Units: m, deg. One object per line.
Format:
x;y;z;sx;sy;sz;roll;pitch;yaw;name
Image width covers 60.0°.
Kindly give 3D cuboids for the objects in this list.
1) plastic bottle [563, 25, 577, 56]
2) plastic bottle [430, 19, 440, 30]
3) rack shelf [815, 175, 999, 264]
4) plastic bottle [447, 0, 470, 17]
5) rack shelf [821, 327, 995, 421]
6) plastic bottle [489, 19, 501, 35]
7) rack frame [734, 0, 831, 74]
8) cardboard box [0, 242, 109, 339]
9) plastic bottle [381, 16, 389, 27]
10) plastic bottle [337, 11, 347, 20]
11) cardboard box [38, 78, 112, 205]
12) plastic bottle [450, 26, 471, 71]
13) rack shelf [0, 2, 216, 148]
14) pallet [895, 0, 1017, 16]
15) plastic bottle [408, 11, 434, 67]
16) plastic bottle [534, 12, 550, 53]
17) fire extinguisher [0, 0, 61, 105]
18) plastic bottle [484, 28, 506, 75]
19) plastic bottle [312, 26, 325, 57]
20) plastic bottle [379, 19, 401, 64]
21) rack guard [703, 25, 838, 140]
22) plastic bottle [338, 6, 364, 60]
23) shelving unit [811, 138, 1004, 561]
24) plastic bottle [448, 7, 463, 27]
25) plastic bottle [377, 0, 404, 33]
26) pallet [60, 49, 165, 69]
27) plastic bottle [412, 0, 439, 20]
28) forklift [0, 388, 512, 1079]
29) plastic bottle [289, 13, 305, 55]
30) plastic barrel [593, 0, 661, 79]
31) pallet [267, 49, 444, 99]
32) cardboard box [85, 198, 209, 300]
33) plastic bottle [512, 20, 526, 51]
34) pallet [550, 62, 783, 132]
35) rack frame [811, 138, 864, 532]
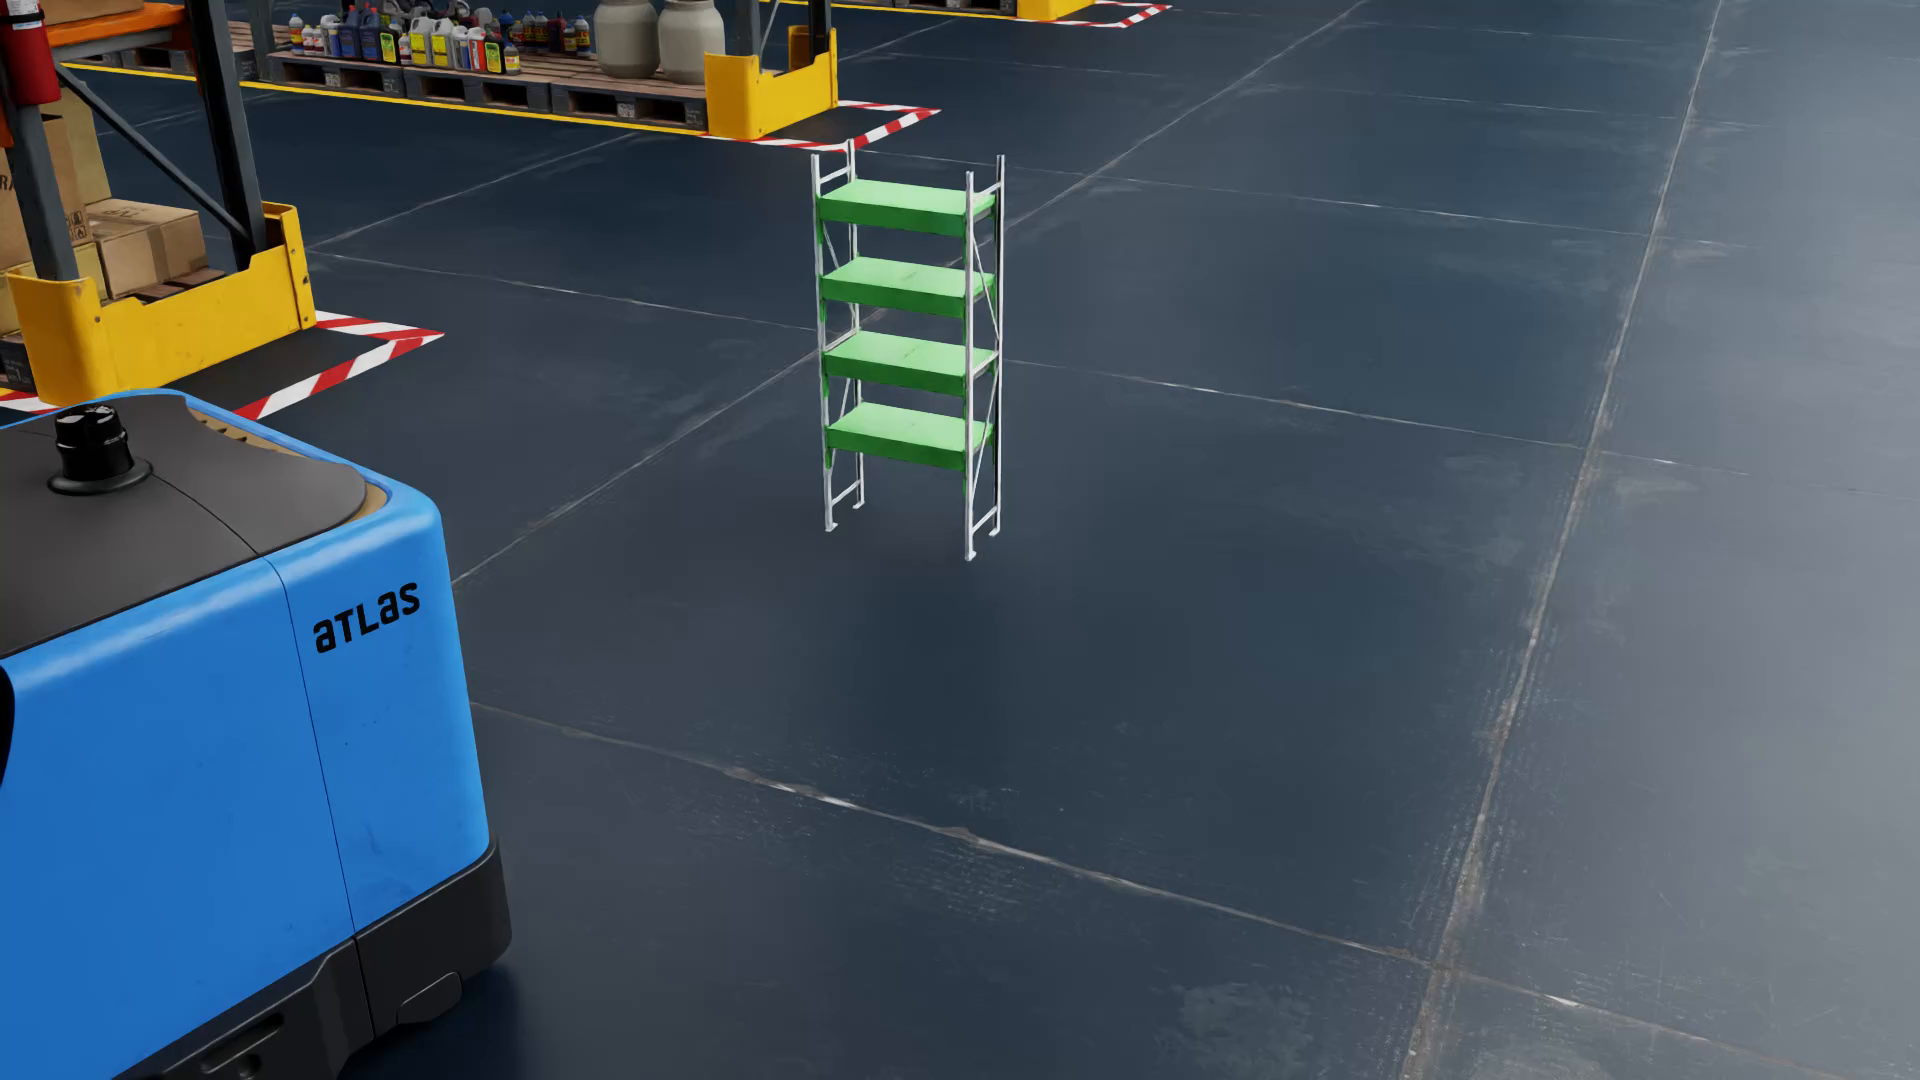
-2.722;-3.495;11.624;0.097;0.201;0.097;0;26;0;plastic bottle
-3.588;-3.422;11.390;0.135;0.276;0.152;11;28;22;plastic bottle
-0.151;-0.942;4.863;0.480;0.148;0.258;11;28;22;rack shelf
-3.574;-3.722;11.915;0.185;0.351;0.144;11;28;21;plastic bottle
-0.151;-0.511;5.075;0.480;0.148;0.258;11;28;22;rack shelf
-3.308;-3.613;11.863;0.097;0.201;0.097;0;26;0;plastic bottle
-1.107;-4.078;10.137;0.127;3.000;1.000;11;28;22;rack frame
-3.771;-1.021;6.565;0.500;0.250;0.500;11;28;22;cardboard box
-4.003;-3.490;11.534;0.097;0.271;0.097;0;26;0;plastic bottle
-4.290;-3.548;11.638;0.133;0.283;0.061;11;28;22;plastic bottle
-4.012;-1.656;7.007;0.500;0.500;0.500;11;28;22;cardboard box
-3.304;-3.295;11.133;0.135;0.276;0.152;11;28;20;plastic bottle
-4.981;-2.130;6.994;4.000;0.370;1.077;11;28;22;rack shelf
0.150;-4.995;15.156;1.213;0.211;1.003;11;28;22;pallet
-3.626;-3.391;11.243;0.185;0.351;0.144;11;28;21;plastic bottle
-2.940;-3.571;11.697;0.097;0.271;0.097;0;26;0;plastic bottle
-3.245;-1.844;5.686;0.183;0.674;0.296;11;28;22;fire extinguisher
-3.074;-3.230;10.992;0.133;0.283;0.061;12;29;23;plastic bottle
-4.454;-3.479;11.591;0.097;0.201;0.097;0;26;0;plastic bottle
-3.880;-3.392;11.321;0.133;0.283;0.061;13;29;24;plastic bottle
-1.195;-2.951;10.679;0.348;0.500;1.175;11;28;22;rack guard
-4.185;-3.504;11.471;0.185;0.351;0.144;12;29;23;plastic bottle
-0.151;-0.569;5.046;0.503;1.200;0.258;11;28;22;shelving unit
-3.593;-3.646;11.837;0.133;0.283;0.061;11;28;22;plastic bottle
-4.102;-3.758;11.988;0.185;0.351;0.144;11;28;22;plastic bottle
-6.593;-3.909;12.950;1.213;0.211;1.003;11;28;22;pallet
-3.868;-3.781;12.035;0.185;0.351;0.144;10;28;19;plastic bottle
-2.221;-0.046;2.026;1.130;2.935;3.031;19;32;33;forklift
-4.639;-3.548;11.651;0.097;0.271;0.097;0;26;0;plastic bottle
-2.194;-3.331;10.962;0.421;0.512;0.421;0;26;0;plastic barrel
-4.154;-3.419;11.955;1.213;0.211;1.003;11;28;22;pallet
-3.556;-1.229;6.988;0.500;0.250;0.500;11;28;22;cardboard box
-3.121;-3.576;11.787;0.097;0.201;0.097;0;26;0;plastic bottle
-1.933;-2.972;11.048;1.213;0.211;1.003;11;28;22;pallet
-0.373;-0.613;5.137;0.015;1.200;0.240;11;28;22;rack frame
